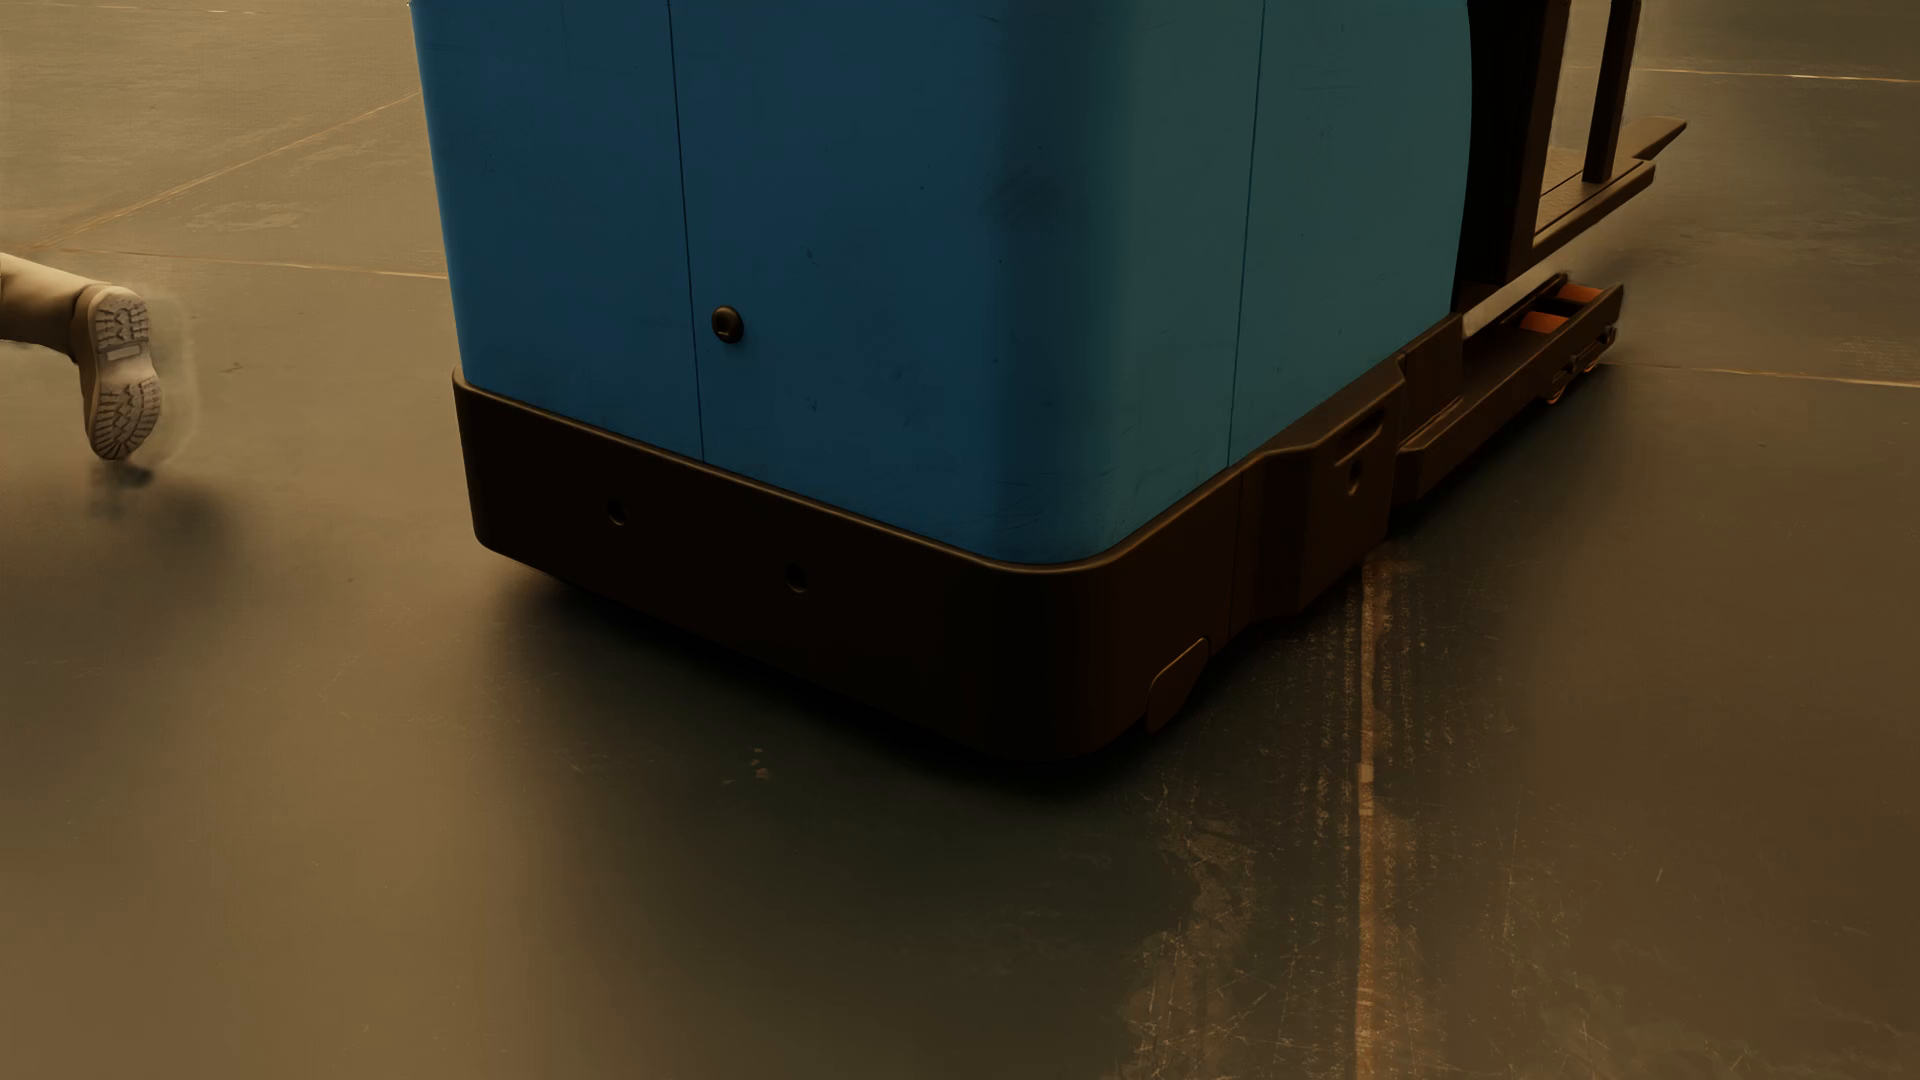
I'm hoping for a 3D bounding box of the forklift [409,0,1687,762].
[{"bbox_3d":[0.585,-1.667,2.549,1.130,2.935,3.031,18,32,32],"label":"forklift"}]

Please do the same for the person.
[{"bbox_3d":[-1.626,-0.709,2.343,0.681,1.451,0.610,-5,27,-10],"label":"person"}]
